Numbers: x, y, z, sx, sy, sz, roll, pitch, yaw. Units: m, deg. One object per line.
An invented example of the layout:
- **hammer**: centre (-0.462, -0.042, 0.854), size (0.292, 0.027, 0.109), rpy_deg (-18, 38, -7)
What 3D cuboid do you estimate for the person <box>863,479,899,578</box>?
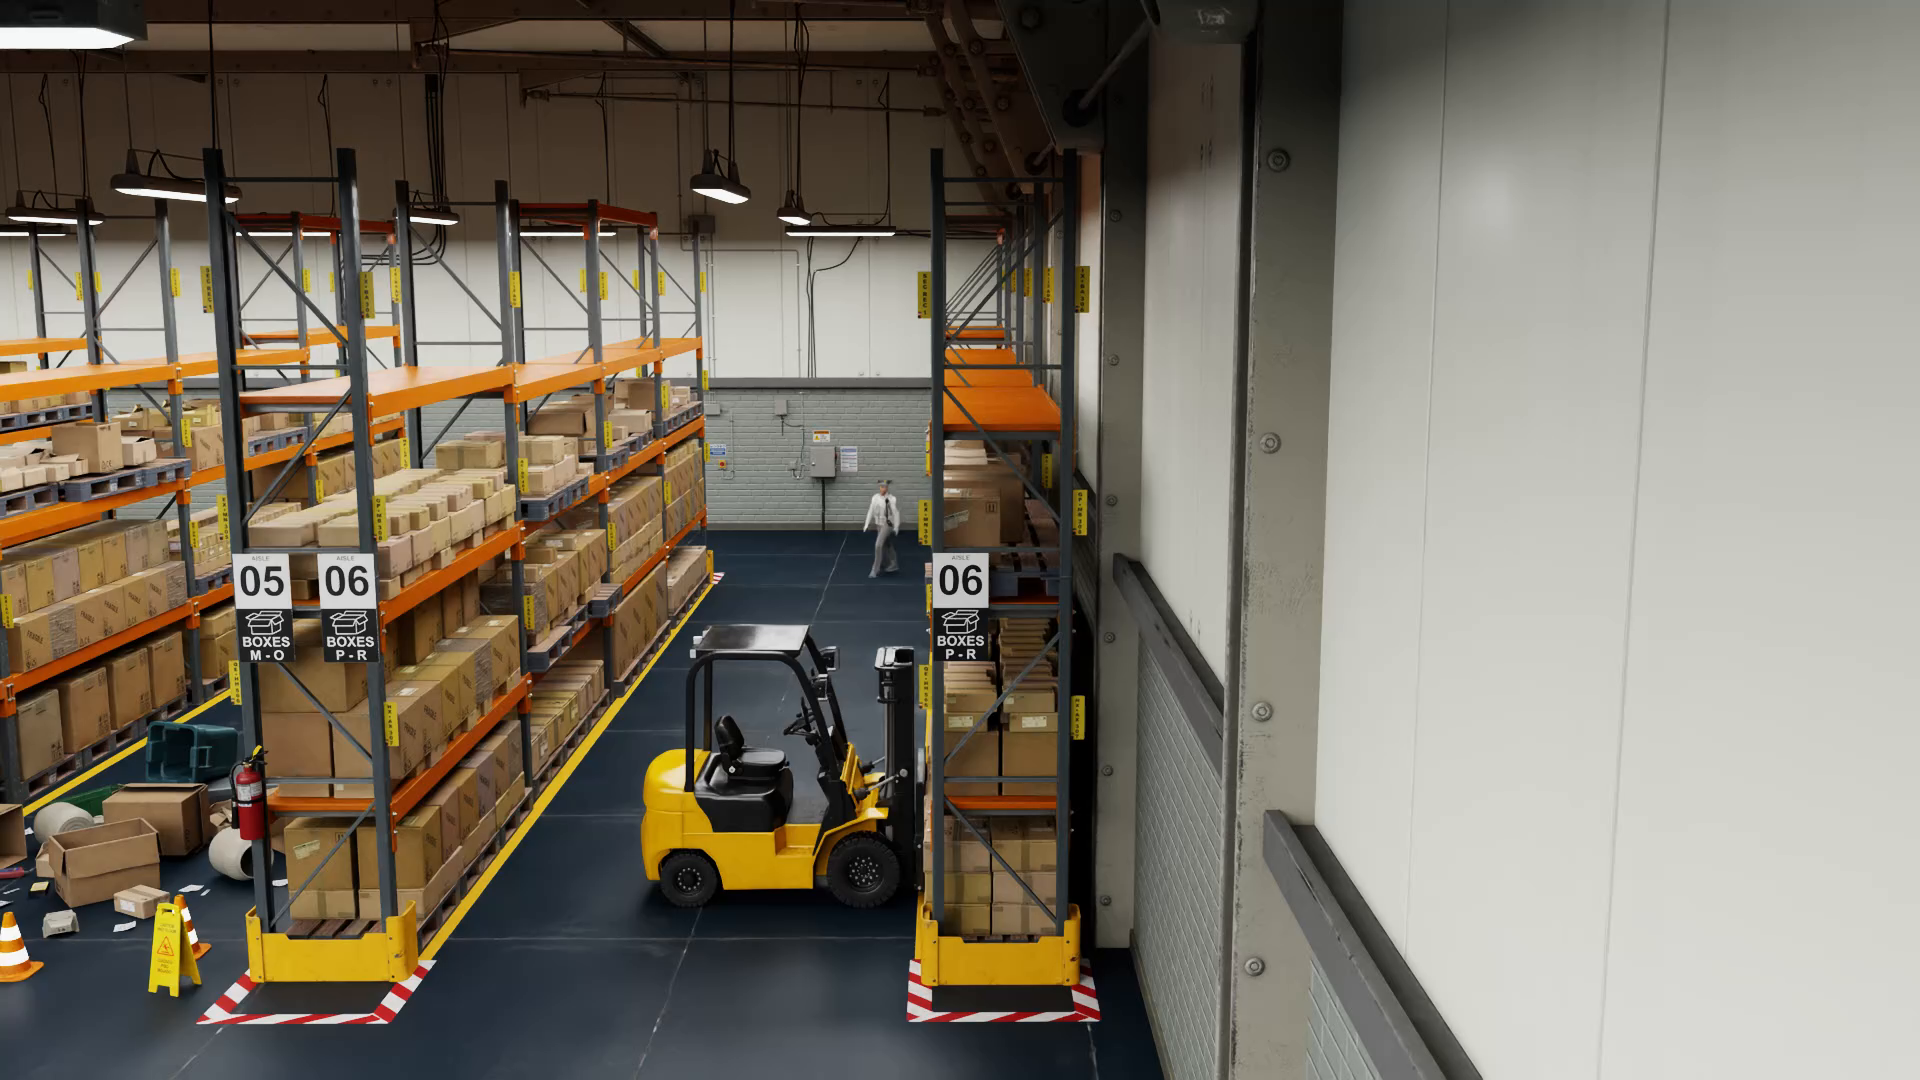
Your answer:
- **person**: centre (-1.343, -0.220, 28.670), size (0.736, 1.699, 0.451), rpy_deg (-6, 11, -33)
